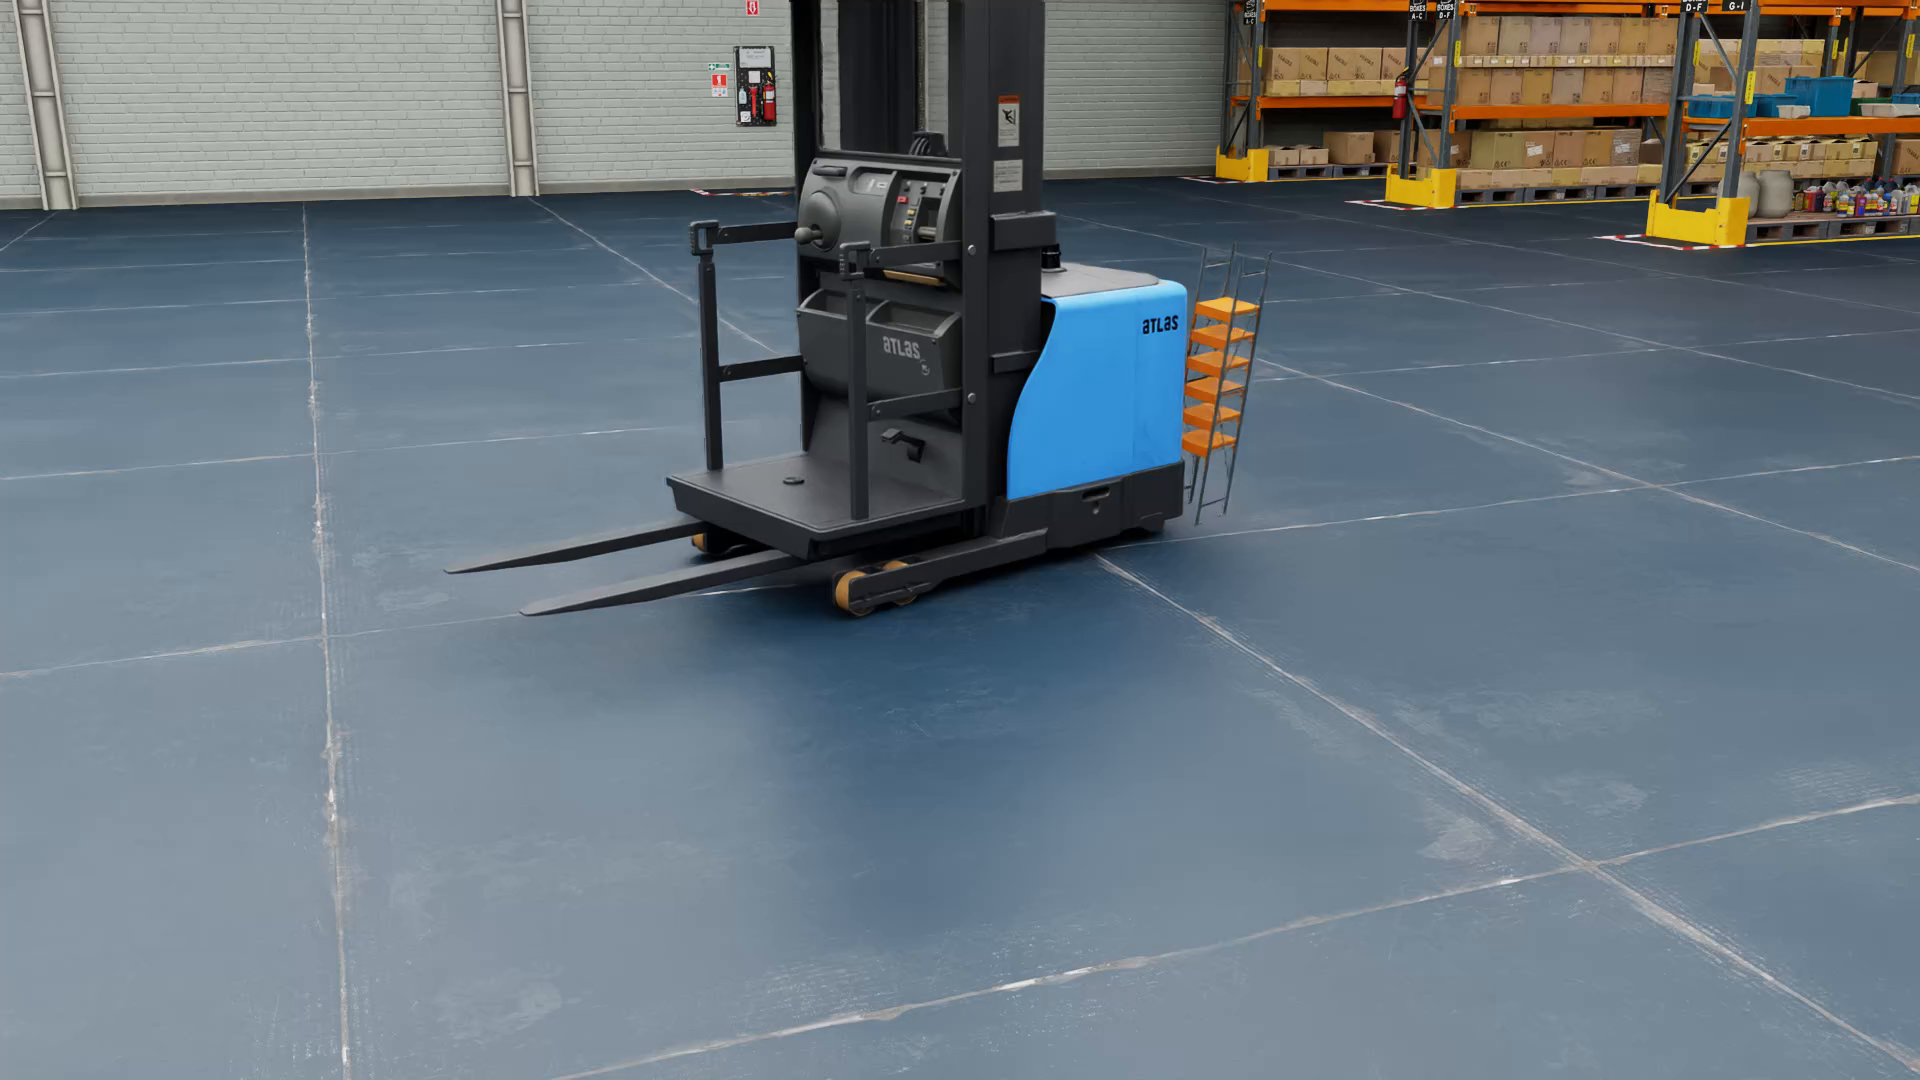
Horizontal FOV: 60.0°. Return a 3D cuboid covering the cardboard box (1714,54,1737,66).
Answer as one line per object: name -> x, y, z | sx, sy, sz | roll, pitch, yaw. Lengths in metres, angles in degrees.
cardboard box -> 13.509, -8.444, 29.788 | 0.500, 0.500, 0.500 | -6, 17, -20

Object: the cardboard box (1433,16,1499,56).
cardboard box -> 6.803, -6.772, 22.355 | 0.500, 0.500, 0.700 | -6, 17, -20

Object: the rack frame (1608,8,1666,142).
rack frame -> 12.007, -8.162, 29.569 | 0.127, 3.000, 1.000 | -6, 17, -20

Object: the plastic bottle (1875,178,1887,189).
plastic bottle -> 10.915, -4.120, 19.725 | 0.185, 0.351, 0.144 | -6, 17, -19

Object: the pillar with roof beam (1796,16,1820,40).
pillar with roof beam -> 17.627, -10.609, 27.255 | 0.400, 9.000, 9.100 | -6, 17, -20

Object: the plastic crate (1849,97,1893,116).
plastic crate -> 10.449, -4.988, 19.136 | 0.662, 0.188, 0.450 | -6, 17, -20

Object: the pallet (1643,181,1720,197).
pallet -> 10.722, -5.202, 24.439 | 1.213, 0.211, 1.003 | -6, 17, -20

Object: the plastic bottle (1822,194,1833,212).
plastic bottle -> 10.077, -3.919, 19.306 | 0.097, 0.201, 0.097 | 0, 16, 0

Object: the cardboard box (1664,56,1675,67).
cardboard box -> 9.871, -6.731, 23.368 | 0.250, 0.149, 0.380 | -6, 17, -20

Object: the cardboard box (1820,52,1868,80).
cardboard box -> 16.255, -8.760, 31.072 | 0.700, 0.700, 0.980 | -6, 17, -19

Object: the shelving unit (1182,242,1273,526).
shelving unit -> 1.110, -0.671, 7.226 | 0.189, 1.200, 0.258 | 24, 27, 36

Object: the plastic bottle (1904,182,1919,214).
plastic bottle -> 10.838, -3.900, 18.974 | 0.185, 0.351, 0.144 | -6, 17, -20

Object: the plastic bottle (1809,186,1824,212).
plastic bottle -> 9.924, -3.947, 19.257 | 0.133, 0.283, 0.061 | -6, 17, -20

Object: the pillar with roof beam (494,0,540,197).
pillar with roof beam -> -4.784, -8.190, 19.015 | 0.400, 9.000, 9.100 | -6, 17, -20

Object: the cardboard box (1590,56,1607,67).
cardboard box -> 8.685, -6.604, 22.933 | 0.250, 0.149, 0.380 | -6, 17, -18

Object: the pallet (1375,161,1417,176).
pallet -> 7.658, -6.344, 28.326 | 1.213, 0.211, 1.003 | -6, 17, -20

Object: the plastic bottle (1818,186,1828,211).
plastic bottle -> 10.015, -3.986, 19.401 | 0.135, 0.276, 0.152 | -7, 18, -22

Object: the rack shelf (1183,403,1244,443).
rack shelf -> 1.093, -0.519, 7.287 | 0.180, 0.103, 0.258 | 24, 27, 36

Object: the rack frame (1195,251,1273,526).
rack frame -> 1.178, -0.642, 7.172 | 0.006, 1.200, 0.240 | 24, 27, 36

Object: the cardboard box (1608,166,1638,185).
cardboard box -> 9.223, -5.186, 23.569 | 0.500, 0.250, 0.500 | -6, 17, -20

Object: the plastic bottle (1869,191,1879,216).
plastic bottle -> 10.300, -3.796, 18.764 | 0.097, 0.271, 0.097 | 0, 16, 0

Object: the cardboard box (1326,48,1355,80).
cardboard box -> 6.040, -7.720, 26.962 | 0.500, 0.500, 0.500 | -7, 18, -22

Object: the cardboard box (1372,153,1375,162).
cardboard box -> 6.771, -6.446, 28.004 | 0.250, 0.149, 0.380 | -8, 18, -25

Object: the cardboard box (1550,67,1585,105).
cardboard box -> 8.198, -6.301, 23.054 | 0.500, 0.500, 0.700 | -6, 17, -18

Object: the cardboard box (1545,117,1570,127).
cardboard box -> 10.320, -7.353, 29.139 | 0.500, 0.250, 0.500 | -6, 17, -20

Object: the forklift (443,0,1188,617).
forklift -> -0.482, -1.292, 6.296 | 3.031, 2.935, 1.130 | -13, 21, -38

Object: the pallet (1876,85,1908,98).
pallet -> 14.391, -6.854, 25.455 | 1.003, 0.211, 1.213 | -6, 17, -20

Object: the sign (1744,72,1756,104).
sign -> 8.275, -4.736, 17.413 | 0.005, 0.325, 0.100 | -6, 17, -20

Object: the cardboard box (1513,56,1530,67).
cardboard box -> 7.472, -6.472, 22.484 | 0.250, 0.149, 0.380 | -6, 18, -21

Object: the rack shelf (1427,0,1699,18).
rack shelf -> 8.181, -7.348, 22.751 | 4.000, 0.370, 1.077 | -6, 17, -20

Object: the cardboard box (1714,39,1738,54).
cardboard box -> 13.491, -8.806, 29.690 | 0.500, 0.250, 0.500 | -6, 17, -20

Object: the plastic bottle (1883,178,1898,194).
plastic bottle -> 10.966, -4.082, 19.596 | 0.185, 0.351, 0.144 | -6, 17, -20

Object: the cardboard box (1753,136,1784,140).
cardboard box -> 12.225, -5.929, 25.103 | 0.500, 0.311, 0.500 | -7, 18, -22

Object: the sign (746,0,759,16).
sign -> -3.086, -7.947, 24.723 | 0.199, 0.298, 0.001 | -6, 17, -20

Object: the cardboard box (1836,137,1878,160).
cardboard box -> 13.382, -5.893, 24.981 | 0.500, 0.311, 0.500 | -6, 17, -19

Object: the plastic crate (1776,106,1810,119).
plastic crate -> 9.033, -4.628, 18.002 | 0.250, 0.136, 0.298 | -6, 17, -20

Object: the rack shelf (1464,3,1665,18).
rack shelf -> 10.140, -9.054, 28.561 | 4.000, 0.370, 1.077 | -6, 17, -20

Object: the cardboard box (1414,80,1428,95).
cardboard box -> 7.470, -7.521, 27.616 | 0.500, 0.250, 0.500 | -6, 17, -20

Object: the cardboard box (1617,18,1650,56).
cardboard box -> 9.165, -7.029, 23.229 | 0.500, 0.500, 0.700 | -6, 17, -20

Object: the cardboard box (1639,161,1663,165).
cardboard box -> 10.332, -5.456, 24.489 | 0.500, 0.250, 0.500 | -6, 18, -21

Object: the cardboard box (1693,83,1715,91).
cardboard box -> 10.803, -6.528, 24.244 | 0.258, 0.266, 0.396 | -7, 18, -21

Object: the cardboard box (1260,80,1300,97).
cardboard box -> 5.106, -7.259, 26.724 | 0.500, 0.250, 0.500 | -7, 18, -22

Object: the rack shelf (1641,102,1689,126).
rack shelf -> 11.916, -6.312, 24.547 | 4.000, 0.370, 1.077 | -6, 17, -20

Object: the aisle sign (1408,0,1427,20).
aisle sign -> 6.147, -7.370, 22.260 | 0.004, 0.787, 0.394 | -6, 17, -20

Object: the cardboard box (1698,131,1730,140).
cardboard box -> 13.561, -7.458, 30.243 | 0.750, 0.750, 0.750 | -6, 17, -20

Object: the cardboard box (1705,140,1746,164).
cardboard box -> 10.993, -5.632, 24.094 | 0.500, 0.311, 0.500 | -6, 18, -21

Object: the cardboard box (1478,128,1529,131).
cardboard box -> 7.636, -5.532, 23.415 | 0.500, 0.500, 0.500 | -6, 17, -20

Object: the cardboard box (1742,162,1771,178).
cardboard box -> 11.474, -5.418, 24.358 | 0.500, 0.250, 0.500 | -7, 18, -22

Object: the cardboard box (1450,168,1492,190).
cardboard box -> 6.893, -4.930, 22.698 | 0.500, 0.250, 0.500 | -6, 17, -20

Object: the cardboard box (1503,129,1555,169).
cardboard box -> 7.822, -5.395, 22.949 | 0.500, 0.500, 0.500 | -6, 17, -20
